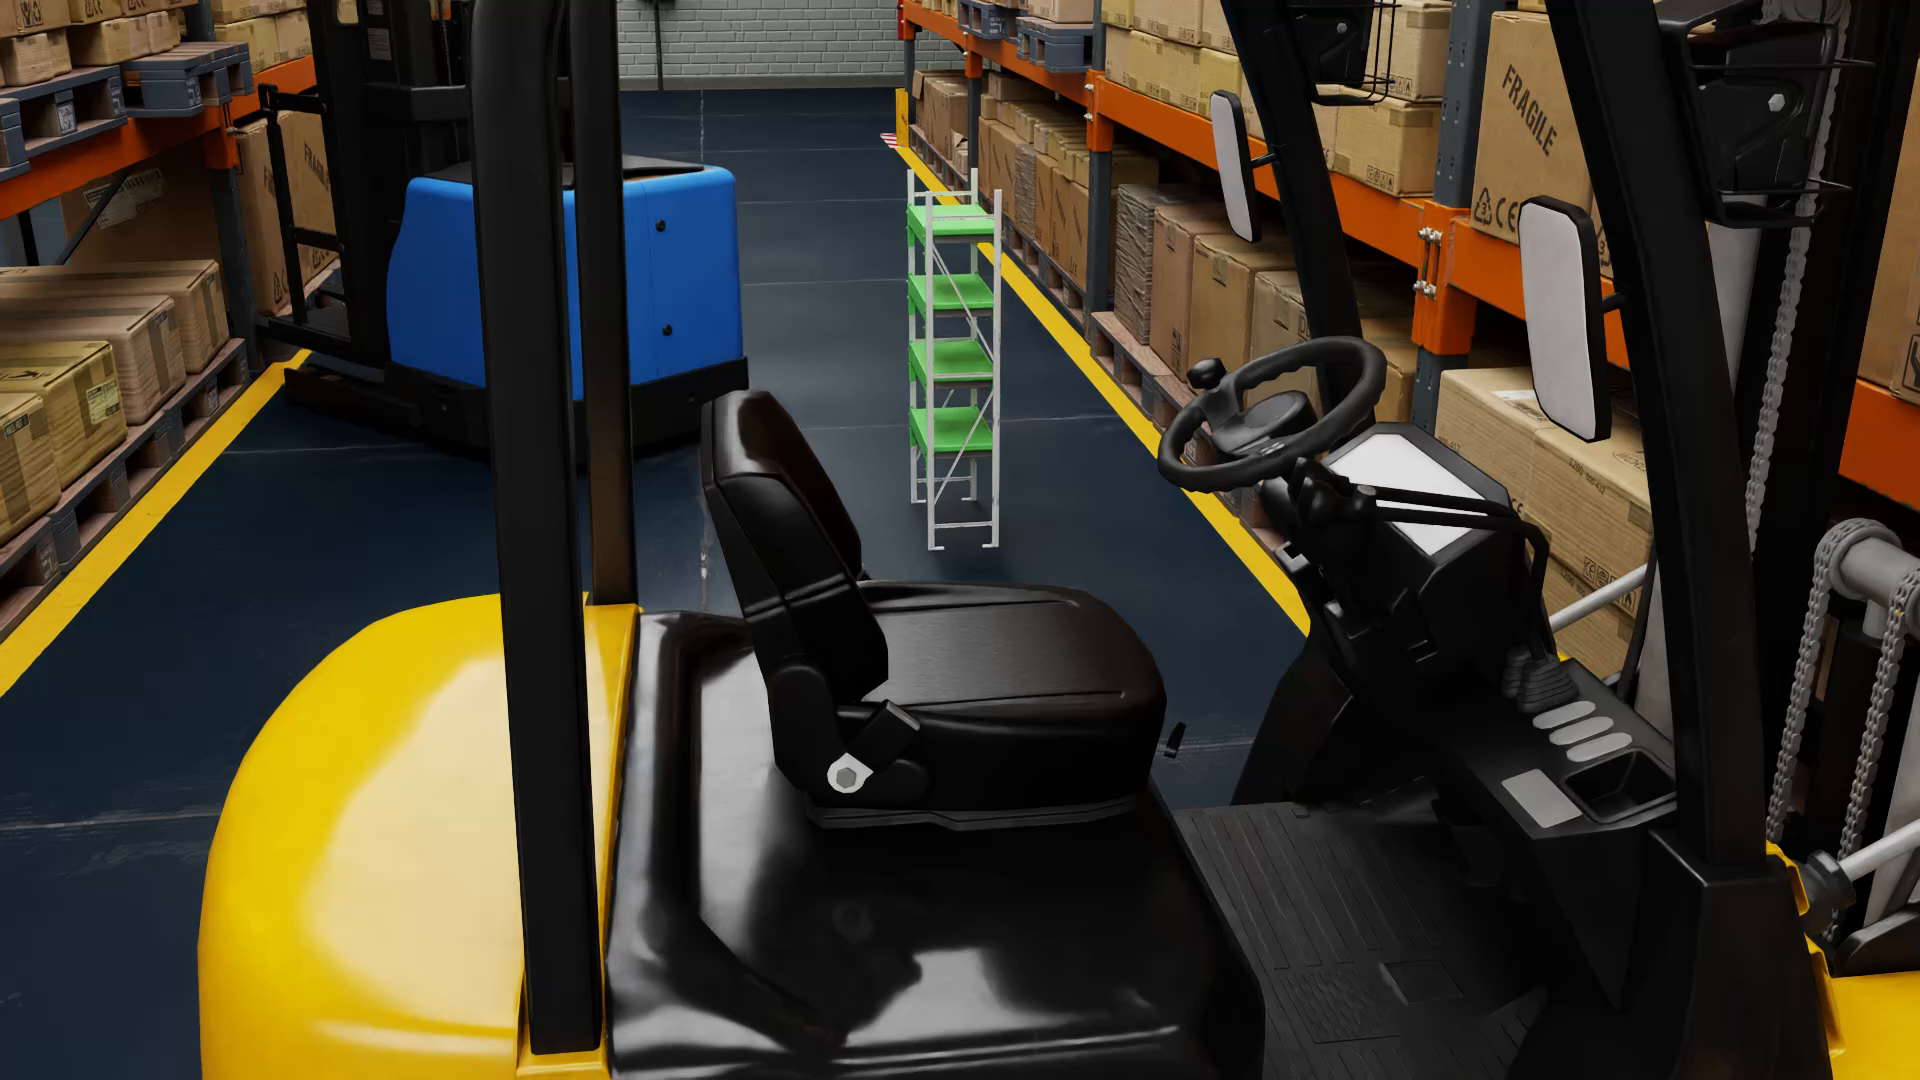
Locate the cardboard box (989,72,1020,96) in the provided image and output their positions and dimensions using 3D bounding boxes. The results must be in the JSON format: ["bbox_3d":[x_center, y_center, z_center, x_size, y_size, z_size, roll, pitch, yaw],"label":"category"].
[{"bbox_3d":[0.405,-3.141,11.458,0.380,0.149,0.250,-3,21,-9],"label":"cardboard box"}]

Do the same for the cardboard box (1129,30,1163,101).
[{"bbox_3d":[1.023,-2.011,7.027,0.500,0.250,0.500,-3,21,-9],"label":"cardboard box"}]

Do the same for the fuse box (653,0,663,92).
[{"bbox_3d":[-3.667,-6.342,20.252,0.539,1.711,0.414,-3,21,-8],"label":"fuse box"}]

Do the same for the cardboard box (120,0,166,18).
[{"bbox_3d":[-3.352,-2.231,6.233,0.500,0.500,0.500,-3,21,-9],"label":"cardboard box"}]

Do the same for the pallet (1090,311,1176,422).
[{"bbox_3d":[1.214,-0.828,7.631,1.003,0.211,1.213,-3,21,-8],"label":"pallet"}]

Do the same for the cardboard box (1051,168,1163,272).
[{"bbox_3d":[0.798,-1.756,9.104,0.500,0.500,0.500,-3,21,-9],"label":"cardboard box"}]

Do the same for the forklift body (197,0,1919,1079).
[{"bbox_3d":[0.208,0.182,2.156,2.313,2.155,1.214,-3,21,-8],"label":"forklift body"}]

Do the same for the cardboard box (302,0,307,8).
[{"bbox_3d":[-3.799,-3.050,9.095,0.500,0.250,0.500,-3,21,-7],"label":"cardboard box"}]

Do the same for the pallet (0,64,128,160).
[{"bbox_3d":[-3.452,-1.396,5.442,1.003,0.211,1.213,-3,21,-8],"label":"pallet"}]

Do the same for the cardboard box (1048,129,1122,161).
[{"bbox_3d":[0.718,-2.275,9.567,0.380,0.149,0.250,-3,21,-9],"label":"cardboard box"}]

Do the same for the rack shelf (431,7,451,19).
[{"bbox_3d":[-4.643,-3.910,12.926,1.077,0.370,4.000,-3,21,-8],"label":"rack shelf"}]

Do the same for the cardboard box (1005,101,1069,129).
[{"bbox_3d":[0.510,-2.818,11.019,0.380,0.149,0.250,-4,21,-11],"label":"cardboard box"}]

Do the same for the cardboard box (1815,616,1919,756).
[{"bbox_3d":[1.684,0.301,2.523,0.500,0.250,0.500,-3,21,-9],"label":"cardboard box"}]

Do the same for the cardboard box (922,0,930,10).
[{"bbox_3d":[-0.107,-4.497,13.829,0.380,0.149,0.250,-4,21,-9],"label":"cardboard box"}]

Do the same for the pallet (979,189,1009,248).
[{"bbox_3d":[0.712,-2.220,11.359,1.003,0.211,1.213,-3,21,-8],"label":"pallet"}]

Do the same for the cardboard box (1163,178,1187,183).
[{"bbox_3d":[1.350,-1.607,8.704,0.500,0.500,0.500,-2,21,-6],"label":"cardboard box"}]

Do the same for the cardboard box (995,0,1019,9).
[{"bbox_3d":[0.593,-3.420,9.842,0.700,0.500,0.500,-3,21,-8],"label":"cardboard box"}]

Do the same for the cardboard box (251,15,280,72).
[{"bbox_3d":[-3.691,-2.458,8.225,0.500,0.250,0.500,-4,21,-9],"label":"cardboard box"}]

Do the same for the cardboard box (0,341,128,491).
[{"bbox_3d":[-3.488,-0.421,5.712,0.950,0.372,0.625,-2,21,-6],"label":"cardboard box"}]

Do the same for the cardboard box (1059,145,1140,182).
[{"bbox_3d":[0.742,-2.002,8.835,0.380,0.149,0.250,-4,21,-11],"label":"cardboard box"}]

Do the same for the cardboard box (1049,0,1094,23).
[{"bbox_3d":[0.659,-2.708,8.439,0.380,0.149,0.250,-3,21,-7],"label":"cardboard box"}]

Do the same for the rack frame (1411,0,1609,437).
[{"bbox_3d":[1.710,-1.036,4.204,1.000,3.000,0.127,-3,21,-8],"label":"rack frame"}]

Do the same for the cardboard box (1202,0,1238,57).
[{"bbox_3d":[1.183,-1.888,5.984,0.500,0.250,0.500,-3,21,-7],"label":"cardboard box"}]

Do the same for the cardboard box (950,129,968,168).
[{"bbox_3d":[0.135,-3.024,12.832,0.396,0.266,0.258,-2,21,-6],"label":"cardboard box"}]

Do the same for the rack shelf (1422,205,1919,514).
[{"bbox_3d":[1.999,-0.007,2.475,1.077,0.370,4.000,-3,21,-8],"label":"rack shelf"}]

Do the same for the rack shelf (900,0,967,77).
[{"bbox_3d":[0.269,-4.162,13.600,1.077,0.370,4.000,-3,21,-8],"label":"rack shelf"}]

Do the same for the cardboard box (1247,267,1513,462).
[{"bbox_3d":[1.520,-0.570,5.748,0.875,0.625,0.625,-3,21,-8],"label":"cardboard box"}]

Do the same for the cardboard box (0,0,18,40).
[{"bbox_3d":[-3.115,-1.690,4.785,0.500,0.500,0.500,-3,21,-8],"label":"cardboard box"}]

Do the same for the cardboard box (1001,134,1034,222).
[{"bbox_3d":[0.558,-2.296,10.549,0.500,0.500,0.500,-4,21,-9],"label":"cardboard box"}]

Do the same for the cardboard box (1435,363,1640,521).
[{"bbox_3d":[1.470,-0.230,3.945,0.500,0.250,0.500,-3,21,-9],"label":"cardboard box"}]

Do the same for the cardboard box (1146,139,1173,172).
[{"bbox_3d":[1.240,-2.123,9.157,0.380,0.149,0.250,-3,21,-7],"label":"cardboard box"}]

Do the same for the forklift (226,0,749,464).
[{"bbox_3d":[-2.331,-2.047,7.008,3.031,2.935,1.130,16,26,37],"label":"forklift"}]

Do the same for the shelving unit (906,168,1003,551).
[{"bbox_3d":[-0.024,-0.619,5.660,0.258,1.200,0.503,-3,21,-8],"label":"shelving unit"}]

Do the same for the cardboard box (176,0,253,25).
[{"bbox_3d":[-3.606,-2.521,7.680,0.500,0.250,0.500,-3,21,-8],"label":"cardboard box"}]

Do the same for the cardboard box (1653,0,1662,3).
[{"bbox_3d":[1.600,-1.085,3.264,0.380,0.149,0.250,-3,21,-8],"label":"cardboard box"}]

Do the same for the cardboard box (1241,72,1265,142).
[{"bbox_3d":[1.260,-1.475,5.591,0.500,0.250,0.500,-3,21,-7],"label":"cardboard box"}]

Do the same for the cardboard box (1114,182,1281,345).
[{"bbox_3d":[1.210,-1.289,7.674,0.875,0.625,0.625,-2,21,-6],"label":"cardboard box"}]

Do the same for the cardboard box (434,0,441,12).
[{"bbox_3d":[-4.458,-4.480,13.282,0.500,0.500,0.500,-2,21,-6],"label":"cardboard box"}]

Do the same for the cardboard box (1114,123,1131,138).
[{"bbox_3d":[1.128,-2.392,9.879,0.380,0.149,0.250,-3,21,-7],"label":"cardboard box"}]

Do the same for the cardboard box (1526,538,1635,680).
[{"bbox_3d":[1.549,0.178,3.567,0.500,0.250,0.500,-3,21,-8],"label":"cardboard box"}]

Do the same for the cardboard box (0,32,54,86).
[{"bbox_3d":[-3.128,-1.524,5.267,0.380,0.149,0.250,-2,21,-6],"label":"cardboard box"}]

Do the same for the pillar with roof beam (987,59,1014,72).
[{"bbox_3d":[-3.776,-8.763,16.318,9.100,9.000,0.400,-3,21,-8],"label":"pillar with roof beam"}]

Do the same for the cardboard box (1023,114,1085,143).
[{"bbox_3d":[0.596,-2.549,10.300,0.380,0.149,0.250,-2,21,-6],"label":"cardboard box"}]

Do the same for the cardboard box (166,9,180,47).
[{"bbox_3d":[-3.387,-2.058,6.697,0.380,0.149,0.250,-3,21,-7],"label":"cardboard box"}]

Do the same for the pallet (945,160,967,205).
[{"bbox_3d":[0.459,-2.738,12.744,1.003,0.211,1.213,-3,21,-8],"label":"pallet"}]

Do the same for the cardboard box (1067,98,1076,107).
[{"bbox_3d":[0.939,-2.932,11.325,0.380,0.149,0.250,-3,21,-8],"label":"cardboard box"}]

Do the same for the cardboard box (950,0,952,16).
[{"bbox_3d":[0.130,-4.056,12.648,0.380,0.149,0.250,-2,21,-6],"label":"cardboard box"}]

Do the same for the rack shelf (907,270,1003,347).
[{"bbox_3d":[-0.024,-0.784,5.598,0.258,0.148,0.480,-3,21,-8],"label":"rack shelf"}]

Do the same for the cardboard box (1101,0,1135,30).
[{"bbox_3d":[0.931,-2.418,7.403,0.500,0.250,0.500,-3,21,-8],"label":"cardboard box"}]

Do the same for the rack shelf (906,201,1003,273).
[{"bbox_3d":[-0.024,-1.009,5.514,0.258,0.148,0.480,-3,21,-8],"label":"rack shelf"}]

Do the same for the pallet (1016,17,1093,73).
[{"bbox_3d":[0.967,-2.562,8.564,1.213,0.211,1.003,-3,21,-8],"label":"pallet"}]

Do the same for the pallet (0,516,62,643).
[{"bbox_3d":[-3.315,0.252,4.739,1.003,0.211,1.213,-3,21,-8],"label":"pallet"}]

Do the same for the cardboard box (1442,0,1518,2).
[{"bbox_3d":[1.441,-1.494,4.359,0.380,0.149,0.250,-2,21,-6],"label":"cardboard box"}]

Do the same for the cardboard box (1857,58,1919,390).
[{"bbox_3d":[1.681,-0.562,2.790,0.500,0.500,0.500,-3,21,-8],"label":"cardboard box"}]

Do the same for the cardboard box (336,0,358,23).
[{"bbox_3d":[-3.968,-3.165,10.118,0.500,0.250,0.500,-3,21,-9],"label":"cardboard box"}]

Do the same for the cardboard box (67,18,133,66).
[{"bbox_3d":[-3.225,-1.791,5.982,0.380,0.149,0.250,-3,21,-7],"label":"cardboard box"}]

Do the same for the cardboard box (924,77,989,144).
[{"bbox_3d":[0.060,-3.702,14.314,0.700,0.500,0.500,-2,21,-6],"label":"cardboard box"}]

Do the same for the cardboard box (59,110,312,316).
[{"bbox_3d":[-3.795,-1.614,8.188,0.875,0.875,0.875,-3,21,-8],"label":"cardboard box"}]
